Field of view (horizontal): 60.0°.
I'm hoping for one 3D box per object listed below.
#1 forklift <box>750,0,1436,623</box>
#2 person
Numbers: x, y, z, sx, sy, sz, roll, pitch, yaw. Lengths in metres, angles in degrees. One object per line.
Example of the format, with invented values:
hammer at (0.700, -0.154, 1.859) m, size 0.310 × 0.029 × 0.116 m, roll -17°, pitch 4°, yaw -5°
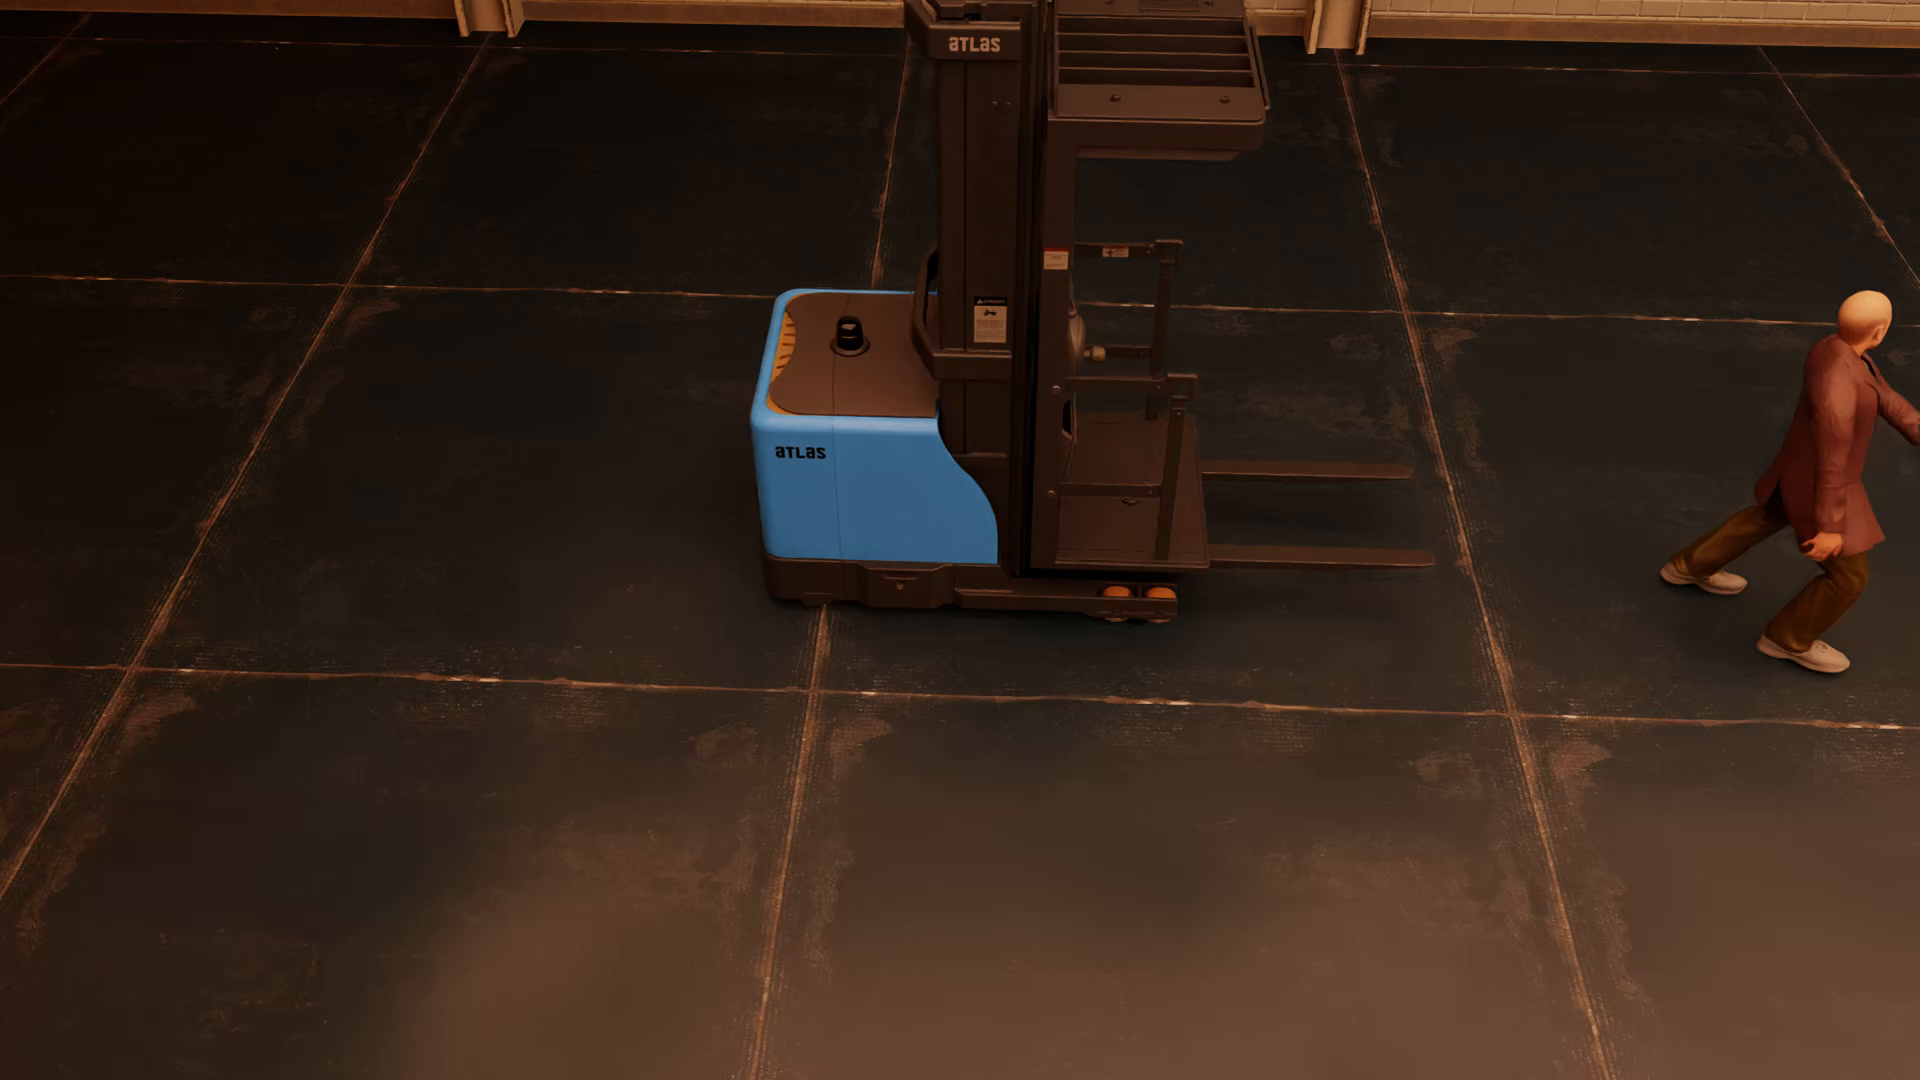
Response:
forklift at (0.639, -1.077, 6.922) m, size 3.031 × 2.935 × 1.130 m, roll 2°, pitch 42°, yaw 2°
person at (3.613, -0.225, 6.914) m, size 0.865 × 1.689 × 0.749 m, roll 8°, pitch 43°, yaw 9°
